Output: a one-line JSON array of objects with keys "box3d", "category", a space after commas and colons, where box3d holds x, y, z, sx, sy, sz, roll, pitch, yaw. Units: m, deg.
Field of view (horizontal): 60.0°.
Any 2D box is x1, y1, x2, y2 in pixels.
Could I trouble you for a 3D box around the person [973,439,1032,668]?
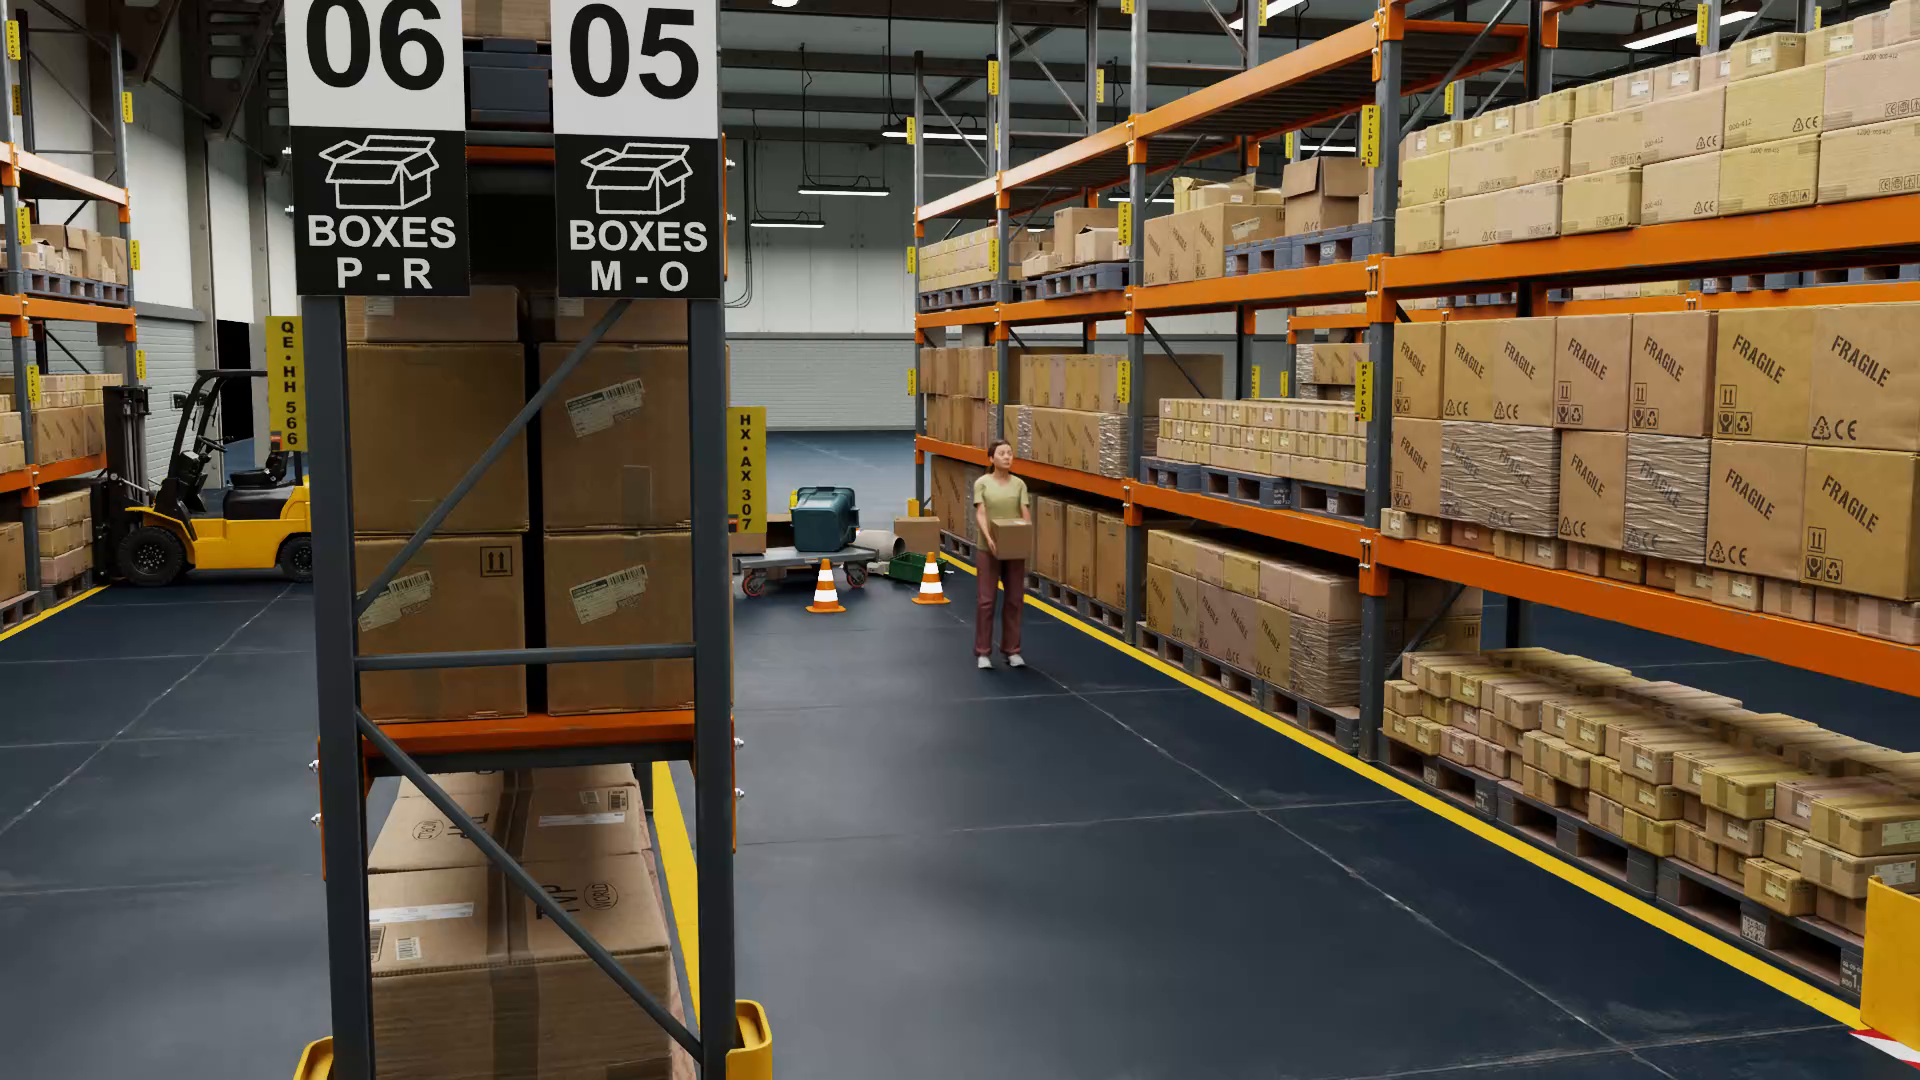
[{"box3d": [0.323, 0.098, 12.240, 0.439, 1.674, 0.537, -2, 6, -14], "category": "person"}]
